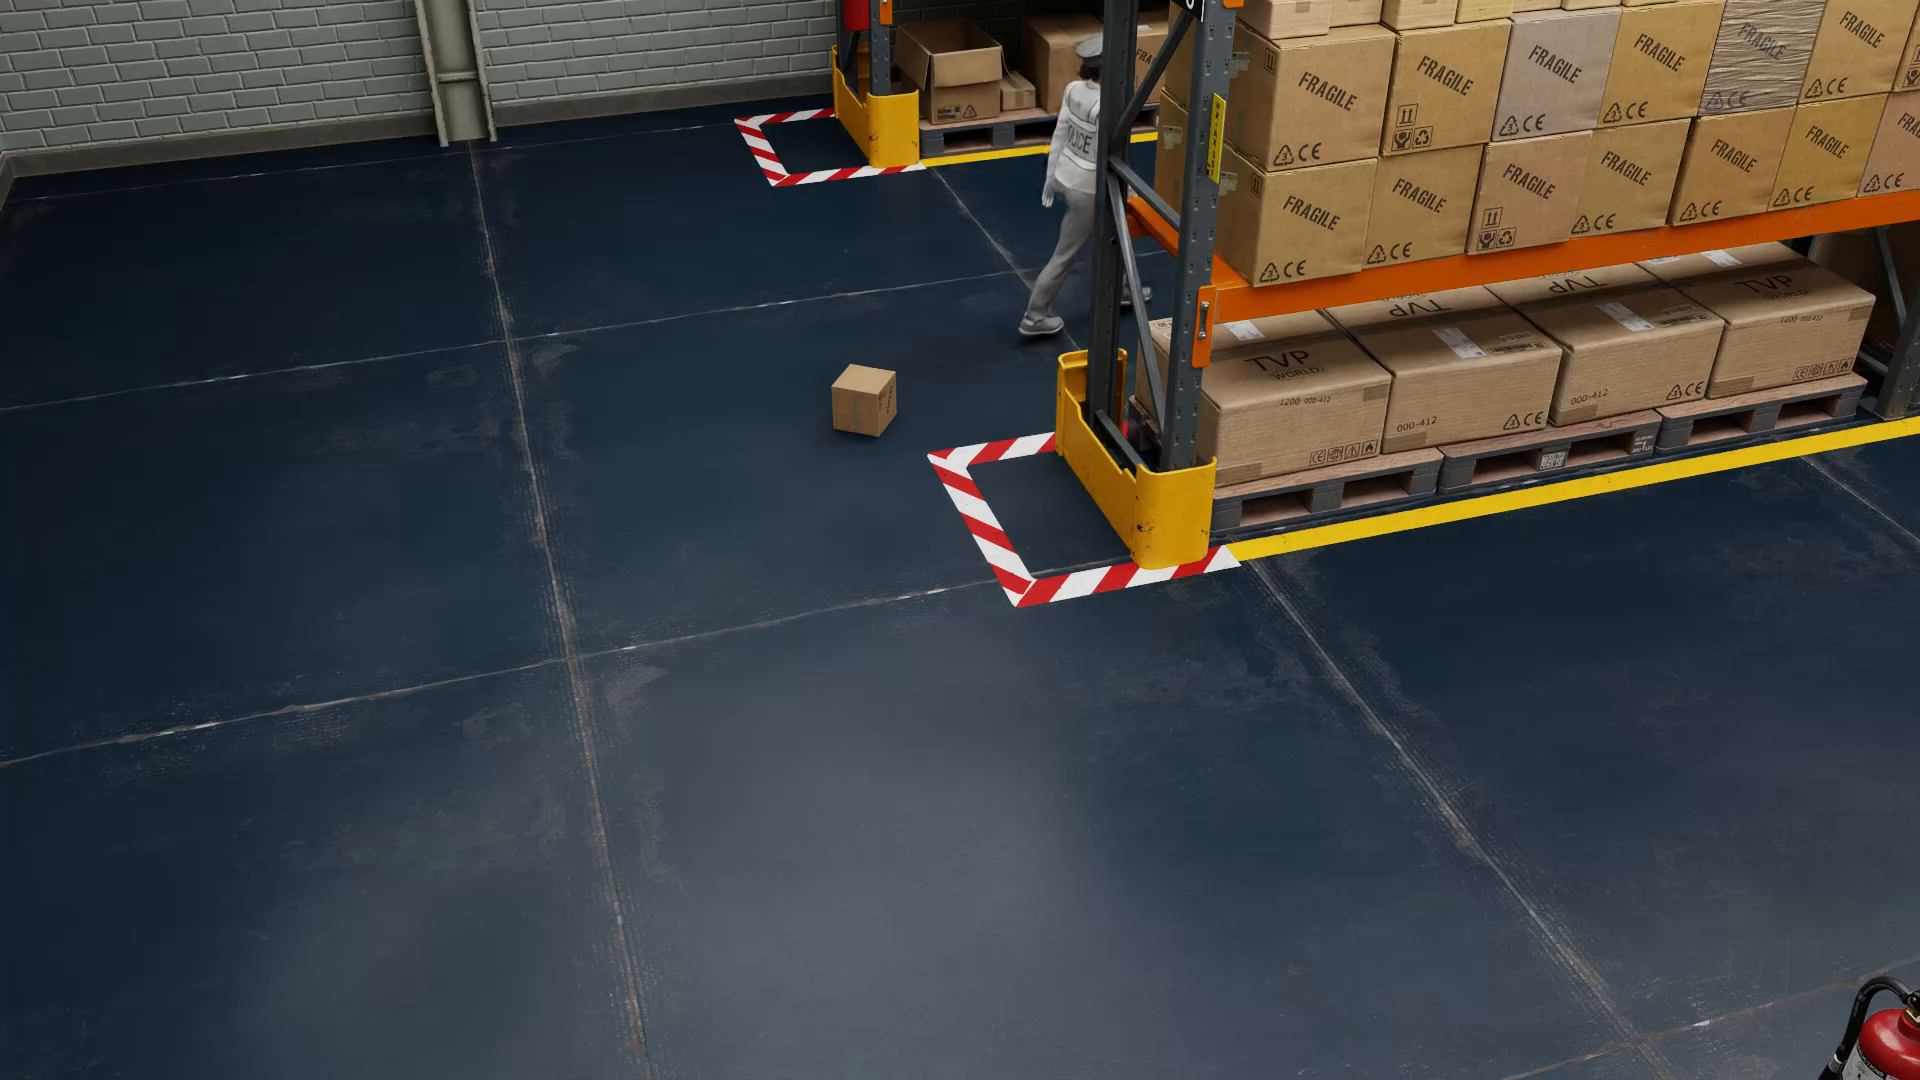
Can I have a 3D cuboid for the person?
[{"bbox_3d":[0.757,-1.894,8.897,0.921,1.634,0.507,-13,36,-18],"label":"person"}]
